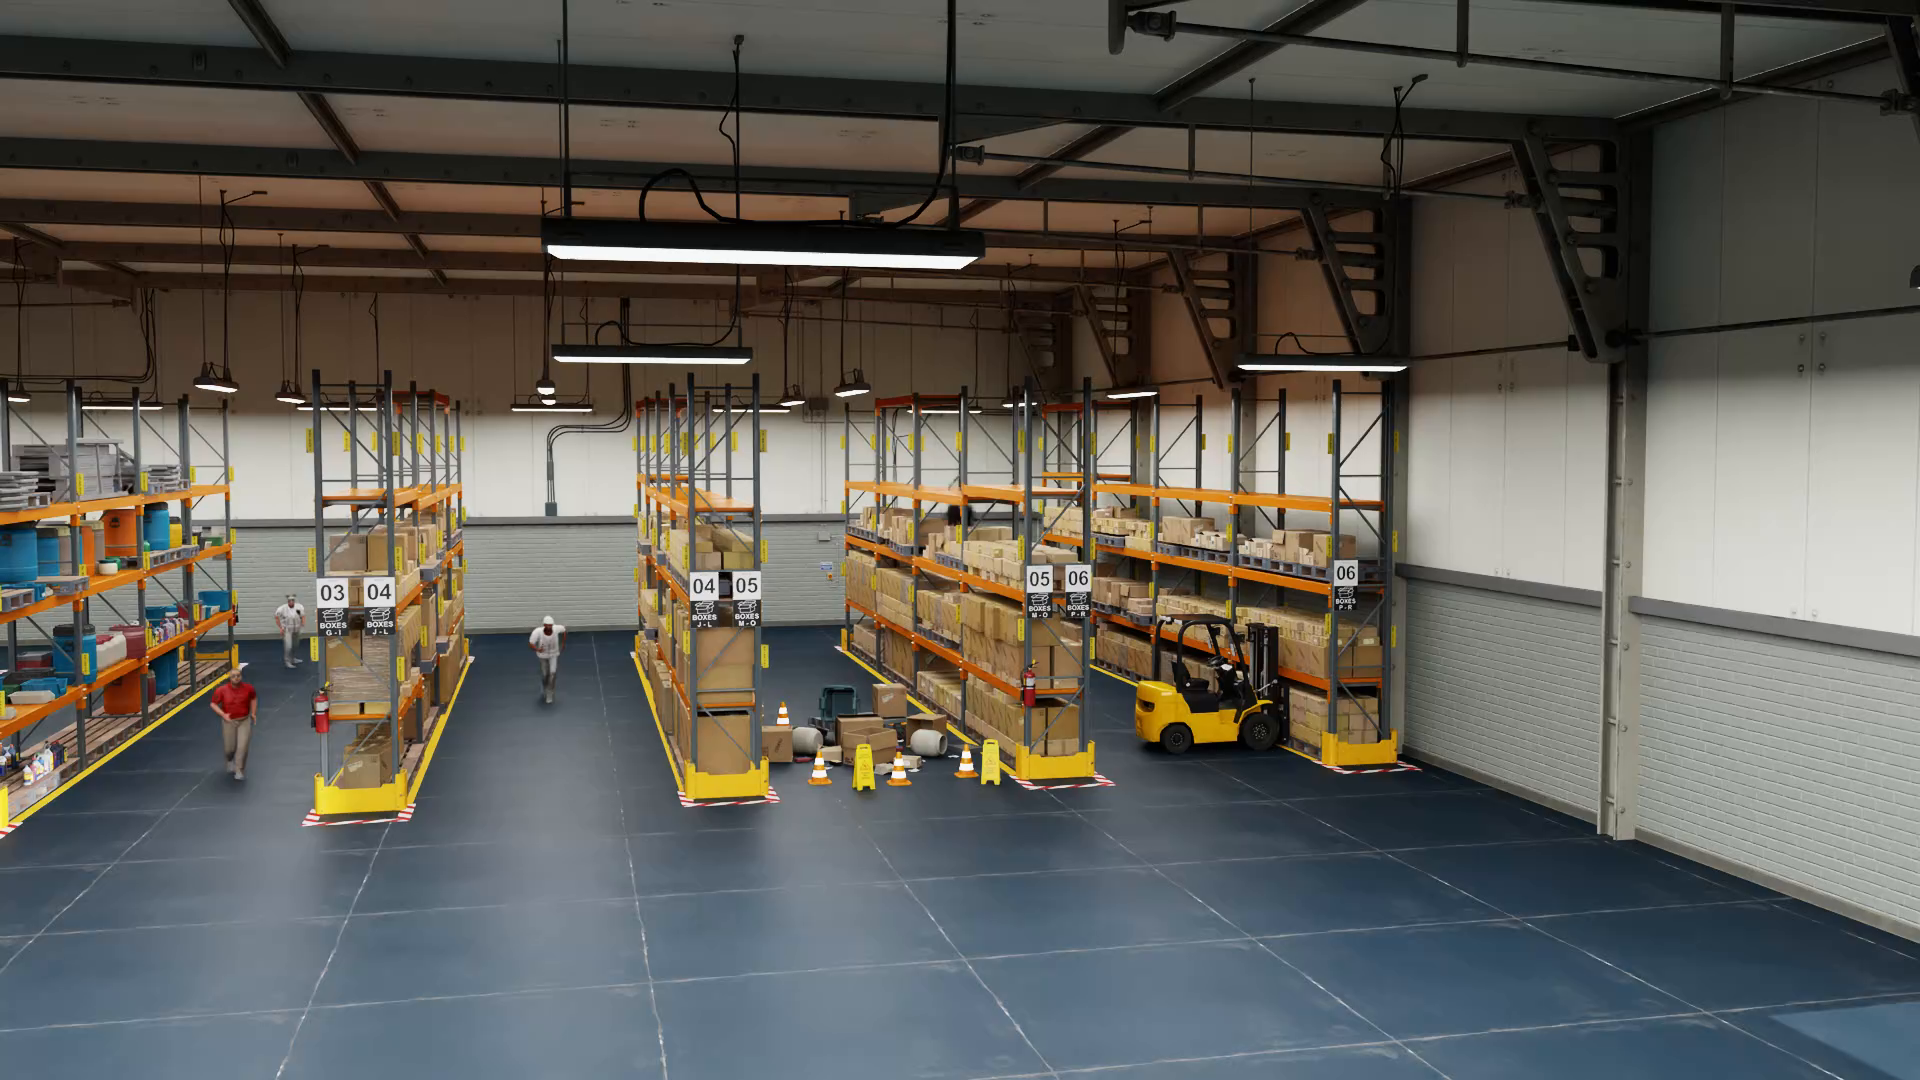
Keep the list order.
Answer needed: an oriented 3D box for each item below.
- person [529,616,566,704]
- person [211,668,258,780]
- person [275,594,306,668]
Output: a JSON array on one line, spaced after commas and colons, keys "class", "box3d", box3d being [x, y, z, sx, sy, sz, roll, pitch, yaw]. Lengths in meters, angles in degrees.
[{"class": "person", "box3d": [-8.065, 2.309, 32.498, 0.736, 1.718, 1.038, -1, 4, -20]}, {"class": "person", "box3d": [-10.869, 2.739, 24.919, 0.659, 1.677, 0.775, -2, 4, -28]}, {"class": "person", "box3d": [-15.001, 2.022, 37.336, 0.928, 1.678, 0.718, 3, 4, 42]}]
